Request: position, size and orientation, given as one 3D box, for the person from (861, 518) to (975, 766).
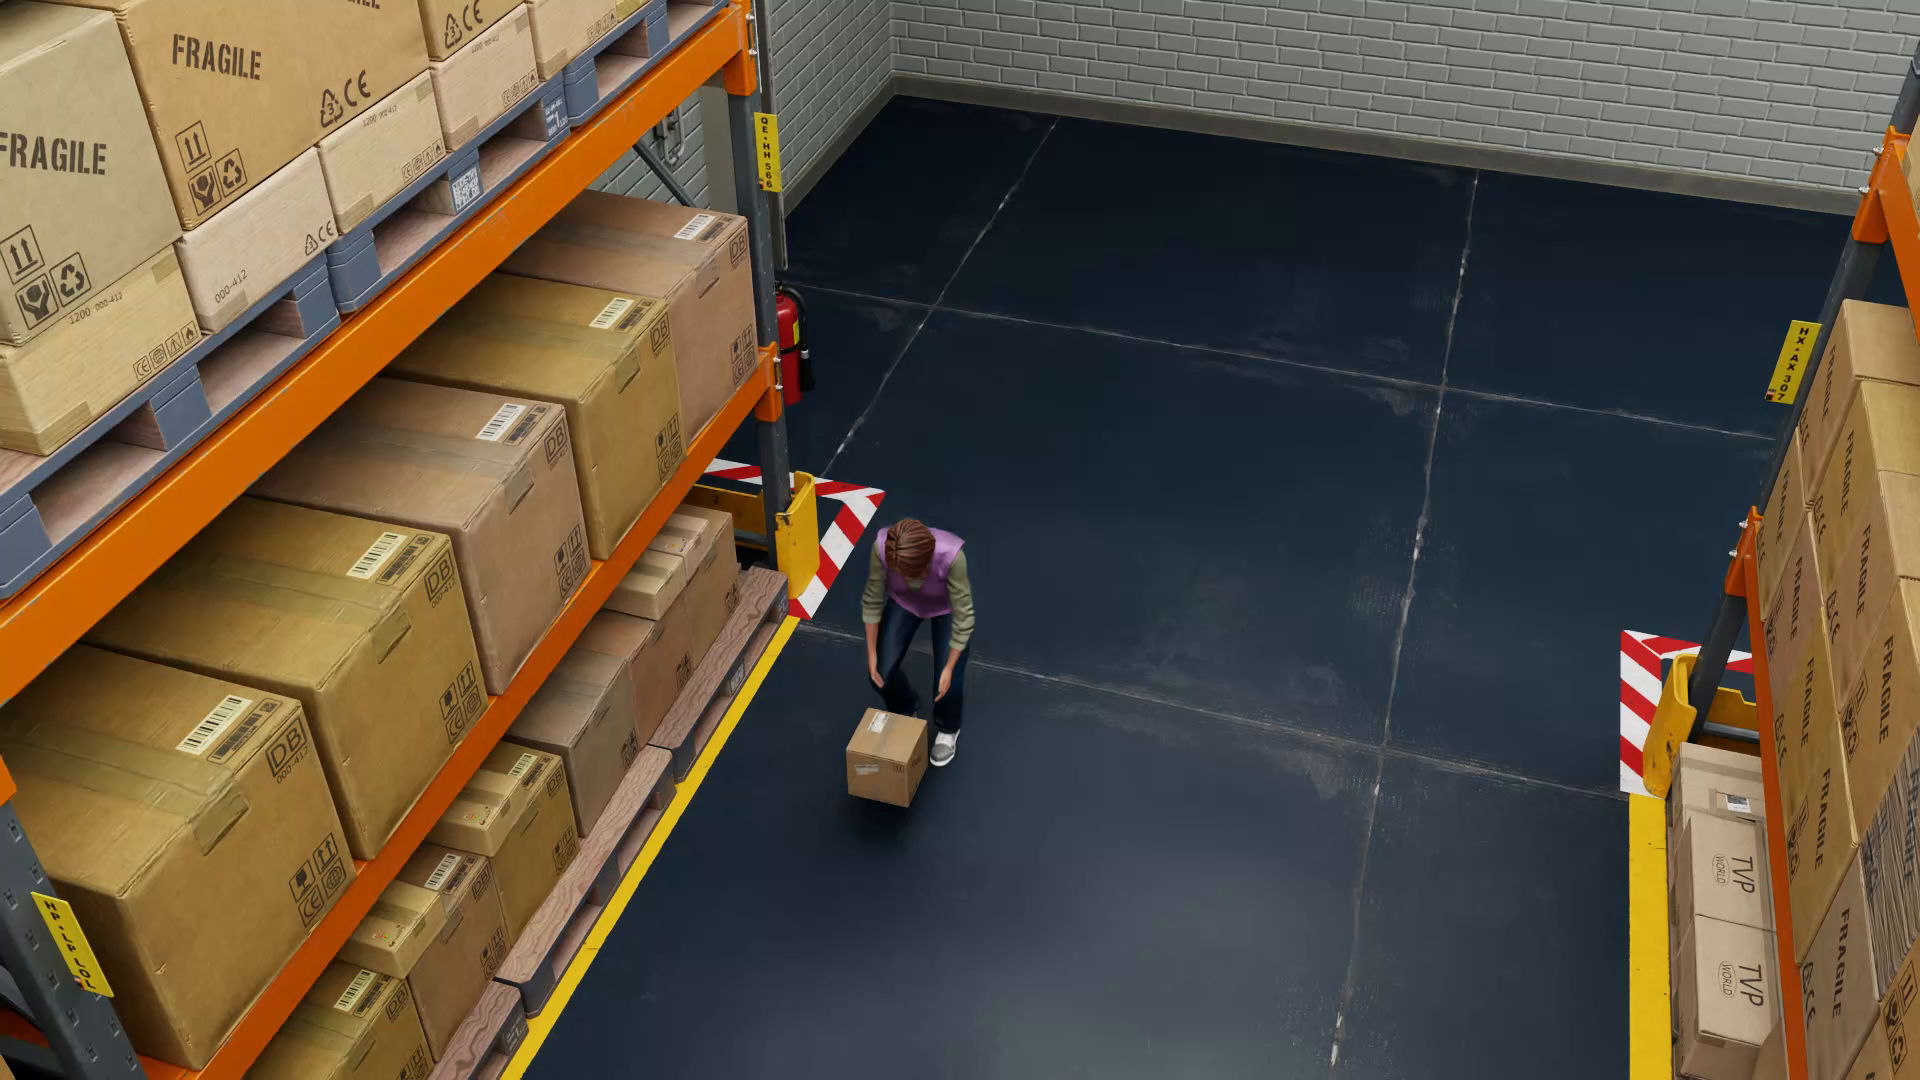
[{"bbox_3d":[-0.135,0.358,6.673,0.462,1.310,0.639,11,39,14],"label":"person"}]
